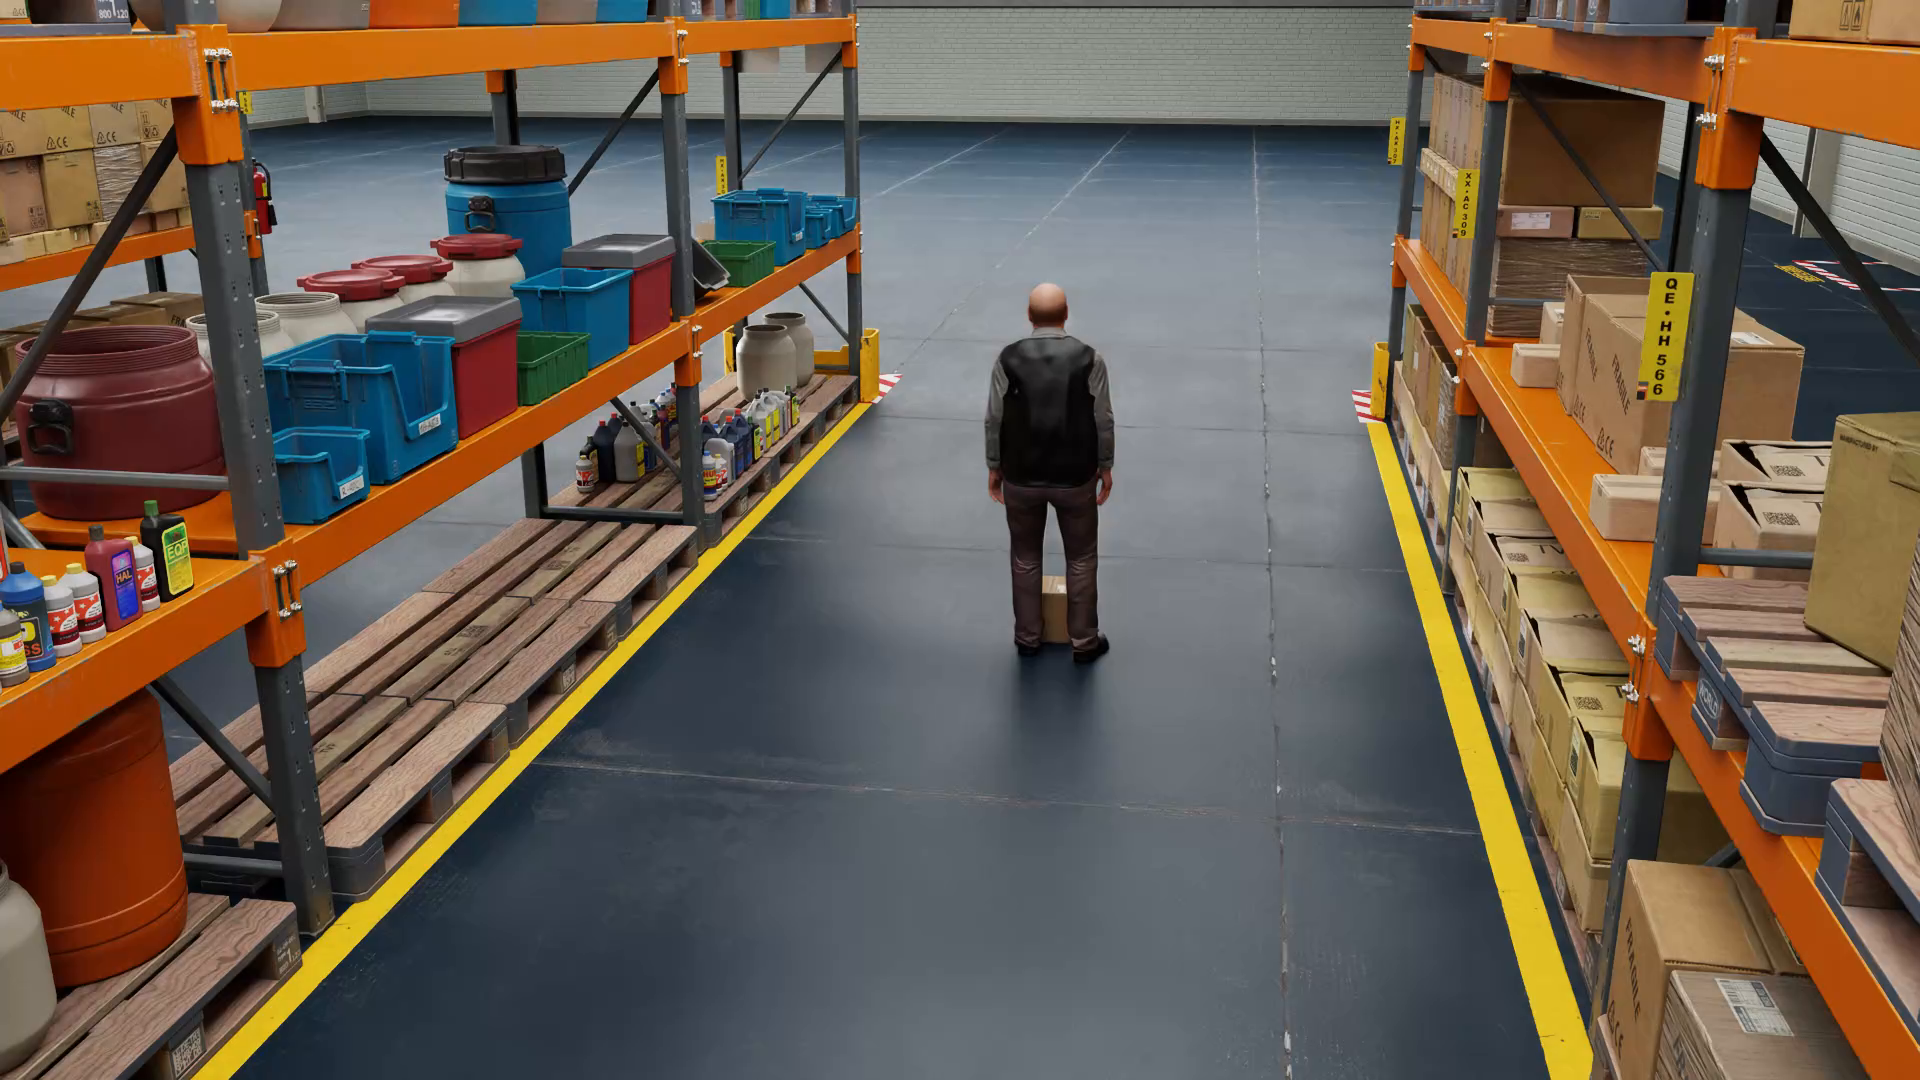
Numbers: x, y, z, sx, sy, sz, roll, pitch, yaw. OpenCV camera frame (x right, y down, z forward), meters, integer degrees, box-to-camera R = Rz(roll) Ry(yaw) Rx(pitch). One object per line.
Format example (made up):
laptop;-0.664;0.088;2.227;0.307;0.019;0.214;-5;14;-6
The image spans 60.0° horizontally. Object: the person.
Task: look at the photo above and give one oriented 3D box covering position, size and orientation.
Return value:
person;0.403;-0.290;7.500;0.582;1.719;0.475;2;18;6
